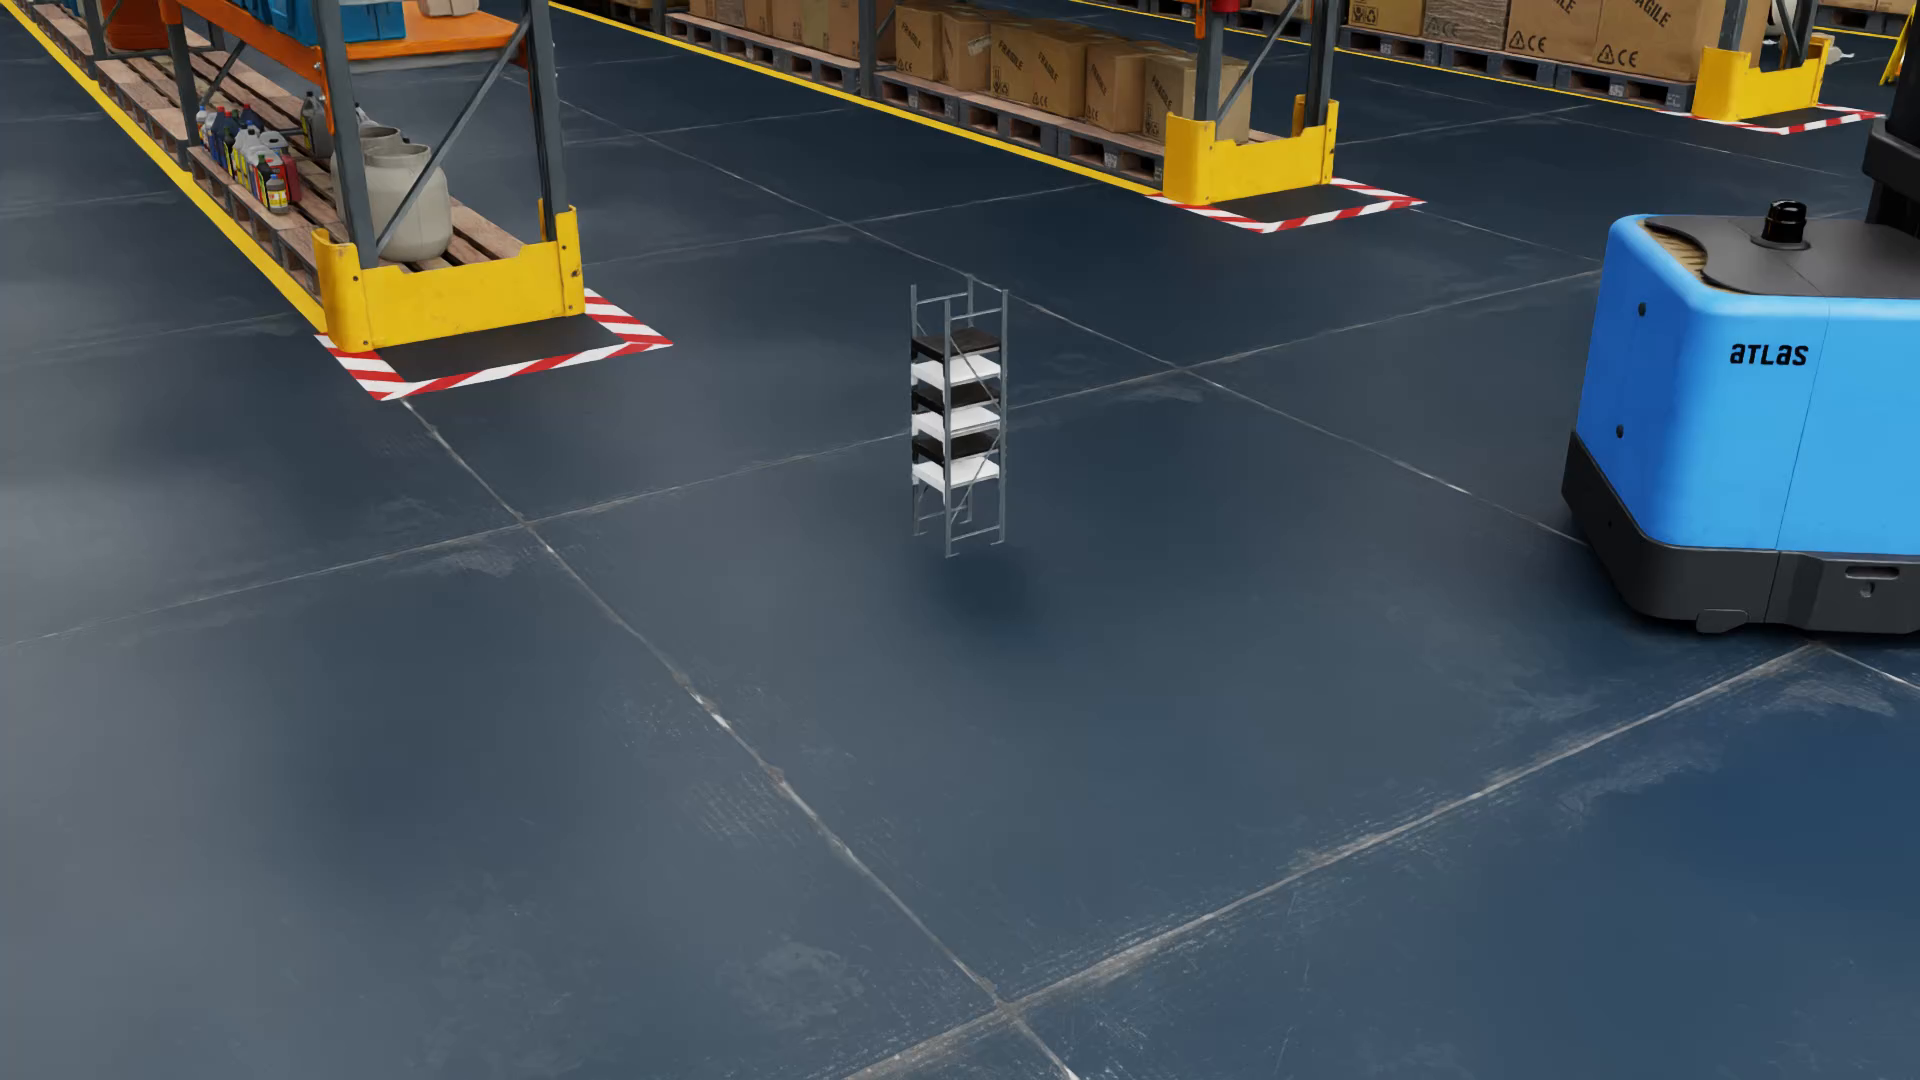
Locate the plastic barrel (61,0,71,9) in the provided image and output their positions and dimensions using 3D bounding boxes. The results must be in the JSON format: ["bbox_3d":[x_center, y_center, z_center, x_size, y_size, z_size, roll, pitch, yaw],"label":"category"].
[{"bbox_3d":[-8.573,-5.709,16.297,0.600,0.901,0.708,-16,29,-30],"label":"plastic barrel"}]

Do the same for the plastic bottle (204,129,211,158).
[{"bbox_3d":[-4.570,-2.450,10.189,0.097,0.201,0.097,0,25,0],"label":"plastic bottle"}]

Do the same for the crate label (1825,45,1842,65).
[{"bbox_3d":[7.607,-4.284,14.664,0.298,0.136,0.250,12,28,24],"label":"crate label"}]

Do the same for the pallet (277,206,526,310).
[{"bbox_3d":[-2.824,-1.422,8.515,1.003,0.211,1.213,-16,29,-30],"label":"pallet"}]

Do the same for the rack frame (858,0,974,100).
[{"bbox_3d":[-0.338,-4.960,12.743,1.000,3.000,0.127,-16,29,-30],"label":"rack frame"}]

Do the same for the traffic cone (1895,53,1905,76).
[{"bbox_3d":[8.088,-4.164,14.029,0.336,0.463,0.334,-16,29,-30],"label":"traffic cone"}]

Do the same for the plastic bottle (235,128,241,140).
[{"bbox_3d":[-4.180,-2.274,9.734,0.097,0.271,0.097,0,25,0],"label":"plastic bottle"}]

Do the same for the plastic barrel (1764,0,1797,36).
[{"bbox_3d":[7.752,-5.060,15.972,0.512,0.421,0.421,3,25,6],"label":"plastic barrel"}]

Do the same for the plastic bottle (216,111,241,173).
[{"bbox_3d":[-4.292,-2.354,9.810,0.144,0.351,0.185,-17,30,-32],"label":"plastic bottle"}]

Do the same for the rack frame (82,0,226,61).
[{"bbox_3d":[-6.672,-5.236,13.328,1.000,3.000,0.127,-16,29,-30],"label":"rack frame"}]

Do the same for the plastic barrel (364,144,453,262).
[{"bbox_3d":[-2.728,-1.657,8.169,0.421,0.512,0.421,0,25,0],"label":"plastic barrel"}]

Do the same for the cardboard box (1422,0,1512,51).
[{"bbox_3d":[4.653,-4.746,14.286,0.875,0.875,0.875,-15,29,-29],"label":"cardboard box"}]

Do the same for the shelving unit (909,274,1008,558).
[{"bbox_3d":[-0.004,-0.410,5.564,0.258,0.900,0.210,-16,29,-30],"label":"shelving unit"}]

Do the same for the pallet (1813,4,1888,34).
[{"bbox_3d":[9.031,-5.340,16.813,1.003,0.211,1.213,-16,29,-30],"label":"pallet"}]

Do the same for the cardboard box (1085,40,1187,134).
[{"bbox_3d":[1.163,-3.022,11.073,0.500,0.500,0.500,-8,26,-16],"label":"cardboard box"}]

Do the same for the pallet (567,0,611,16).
[{"bbox_3d":[-3.551,-5.865,17.927,1.003,0.211,1.213,-16,29,-30],"label":"pallet"}]

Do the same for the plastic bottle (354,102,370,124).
[{"bbox_3d":[-3.614,-2.459,10.033,0.144,0.351,0.185,-16,29,-30],"label":"plastic bottle"}]

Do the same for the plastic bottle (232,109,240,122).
[{"bbox_3d":[-4.393,-2.476,10.147,0.061,0.283,0.133,-16,29,-30],"label":"plastic bottle"}]

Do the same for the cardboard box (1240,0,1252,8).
[{"bbox_3d":[2.935,-5.799,16.664,1.050,0.750,0.750,-16,29,-30],"label":"cardboard box"}]

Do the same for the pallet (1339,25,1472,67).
[{"bbox_3d":[4.222,-4.528,15.095,1.003,0.211,1.213,-16,29,-30],"label":"pallet"}]

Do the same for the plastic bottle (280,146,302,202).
[{"bbox_3d":[-3.700,-2.022,9.185,0.061,0.283,0.133,-16,29,-30],"label":"plastic bottle"}]

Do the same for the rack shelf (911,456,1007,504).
[{"bbox_3d":[-0.004,-0.217,5.655,0.258,0.077,0.200,-16,29,-30],"label":"rack shelf"}]

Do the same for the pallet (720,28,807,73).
[{"bbox_3d":[-1.435,-4.414,14.852,1.003,0.211,1.213,-16,29,-30],"label":"pallet"}]

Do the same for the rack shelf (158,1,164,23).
[{"bbox_3d":[-5.580,-4.196,11.967,1.077,0.370,4.000,-16,29,-30],"label":"rack shelf"}]

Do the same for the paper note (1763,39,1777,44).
[{"bbox_3d":[7.627,-4.704,15.692,0.148,0.019,0.142,-6,26,-12],"label":"paper note"}]

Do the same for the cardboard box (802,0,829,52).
[{"bbox_3d":[-0.900,-4.428,14.029,0.700,0.500,0.500,-16,29,-30],"label":"cardboard box"}]

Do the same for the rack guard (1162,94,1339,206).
[{"bbox_3d":[1.804,-2.426,10.303,1.175,0.500,0.348,-16,29,-30],"label":"rack guard"}]

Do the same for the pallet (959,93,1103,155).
[{"bbox_3d":[0.728,-3.030,11.921,1.003,0.211,1.213,-16,29,-30],"label":"pallet"}]

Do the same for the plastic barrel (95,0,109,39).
[{"bbox_3d":[-7.336,-4.653,14.516,0.421,0.512,0.421,0,25,0],"label":"plastic barrel"}]

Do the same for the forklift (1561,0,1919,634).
[{"bbox_3d":[3.616,-1.188,4.832,3.031,2.935,1.130,2,25,5],"label":"forklift"}]

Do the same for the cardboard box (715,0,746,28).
[{"bbox_3d":[-1.826,-5.029,15.301,0.700,0.500,0.500,-18,31,-34],"label":"cardboard box"}]

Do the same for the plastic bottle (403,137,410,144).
[{"bbox_3d":[-3.141,-2.152,9.461,0.061,0.283,0.133,-15,29,-29],"label":"plastic bottle"}]

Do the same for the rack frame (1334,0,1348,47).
[{"bbox_3d":[3.873,-6.080,15.115,1.000,3.000,0.127,-16,29,-30],"label":"rack frame"}]

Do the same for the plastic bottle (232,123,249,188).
[{"bbox_3d":[-4.060,-2.202,9.488,0.144,0.351,0.185,-16,30,-30],"label":"plastic bottle"}]

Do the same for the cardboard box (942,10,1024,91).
[{"bbox_3d":[0.166,-3.664,12.434,0.500,0.500,0.500,-6,26,-13],"label":"cardboard box"}]

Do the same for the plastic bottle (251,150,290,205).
[{"bbox_3d":[-3.789,-1.993,9.134,0.152,0.276,0.135,-15,29,-29],"label":"plastic bottle"}]

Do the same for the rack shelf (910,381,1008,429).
[{"bbox_3d":[-0.004,-0.461,5.540,0.258,0.077,0.200,-16,29,-30],"label":"rack shelf"}]

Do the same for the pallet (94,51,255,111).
[{"bbox_3d":[-6.281,-3.689,13.317,1.003,0.211,1.213,-16,29,-30],"label":"pallet"}]

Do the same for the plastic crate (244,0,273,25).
[{"bbox_3d":[-3.178,-2.650,8.025,0.499,0.251,0.408,-16,29,-30],"label":"plastic crate"}]

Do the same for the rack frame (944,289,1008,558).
[{"bbox_3d":[0.051,-0.373,5.487,0.240,0.900,0.006,-16,29,-30],"label":"rack frame"}]

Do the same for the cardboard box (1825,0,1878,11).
[{"bbox_3d":[8.915,-5.384,16.371,0.500,0.250,0.500,-17,30,-31],"label":"cardboard box"}]

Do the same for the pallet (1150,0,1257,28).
[{"bbox_3d":[2.718,-5.514,17.183,1.003,0.211,1.213,-16,29,-30],"label":"pallet"}]

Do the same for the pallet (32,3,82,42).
[{"bbox_3d":[-8.469,-5.120,16.349,1.003,0.211,1.213,-16,29,-30],"label":"pallet"}]
